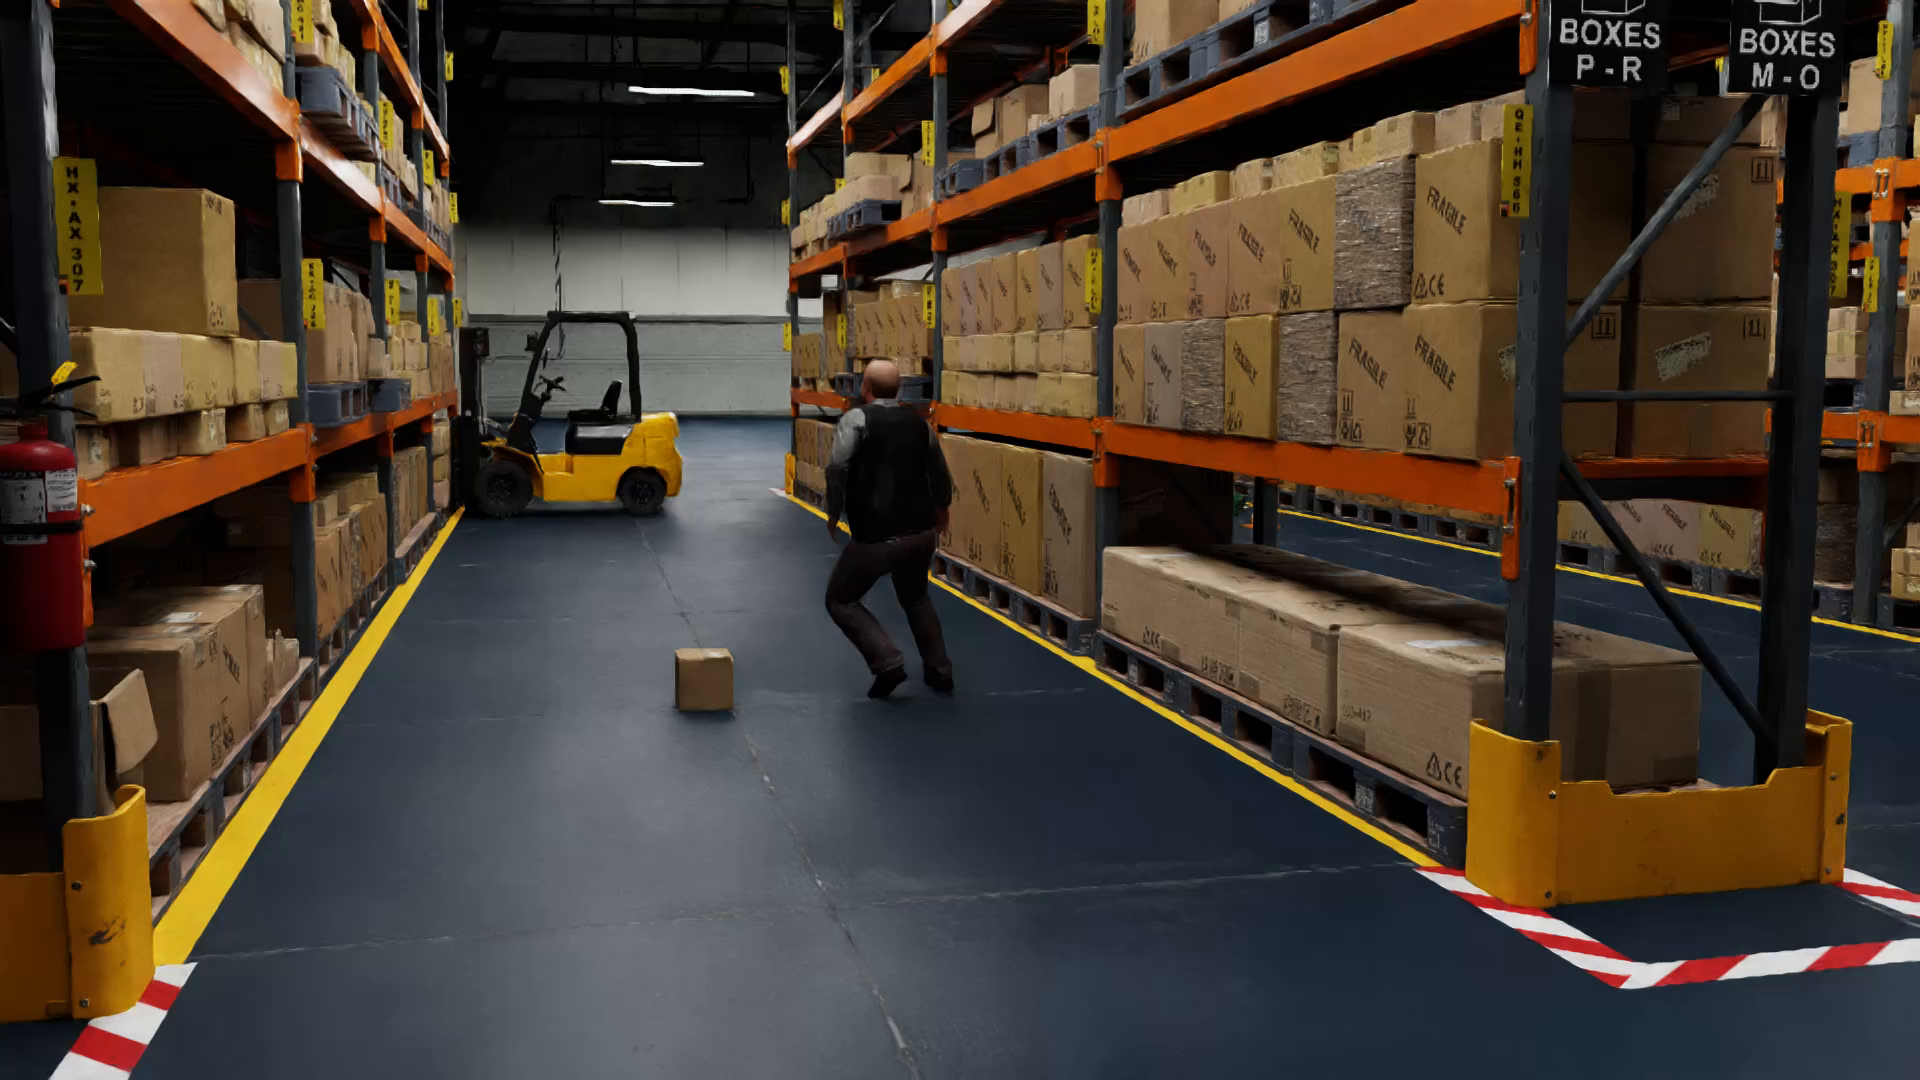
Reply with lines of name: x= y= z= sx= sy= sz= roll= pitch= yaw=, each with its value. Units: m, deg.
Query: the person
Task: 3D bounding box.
person: x=-0.311 y=-0.032 z=7.985 sx=0.911 sy=1.657 sz=0.517 roll=-6 pitch=8 yaw=-43
